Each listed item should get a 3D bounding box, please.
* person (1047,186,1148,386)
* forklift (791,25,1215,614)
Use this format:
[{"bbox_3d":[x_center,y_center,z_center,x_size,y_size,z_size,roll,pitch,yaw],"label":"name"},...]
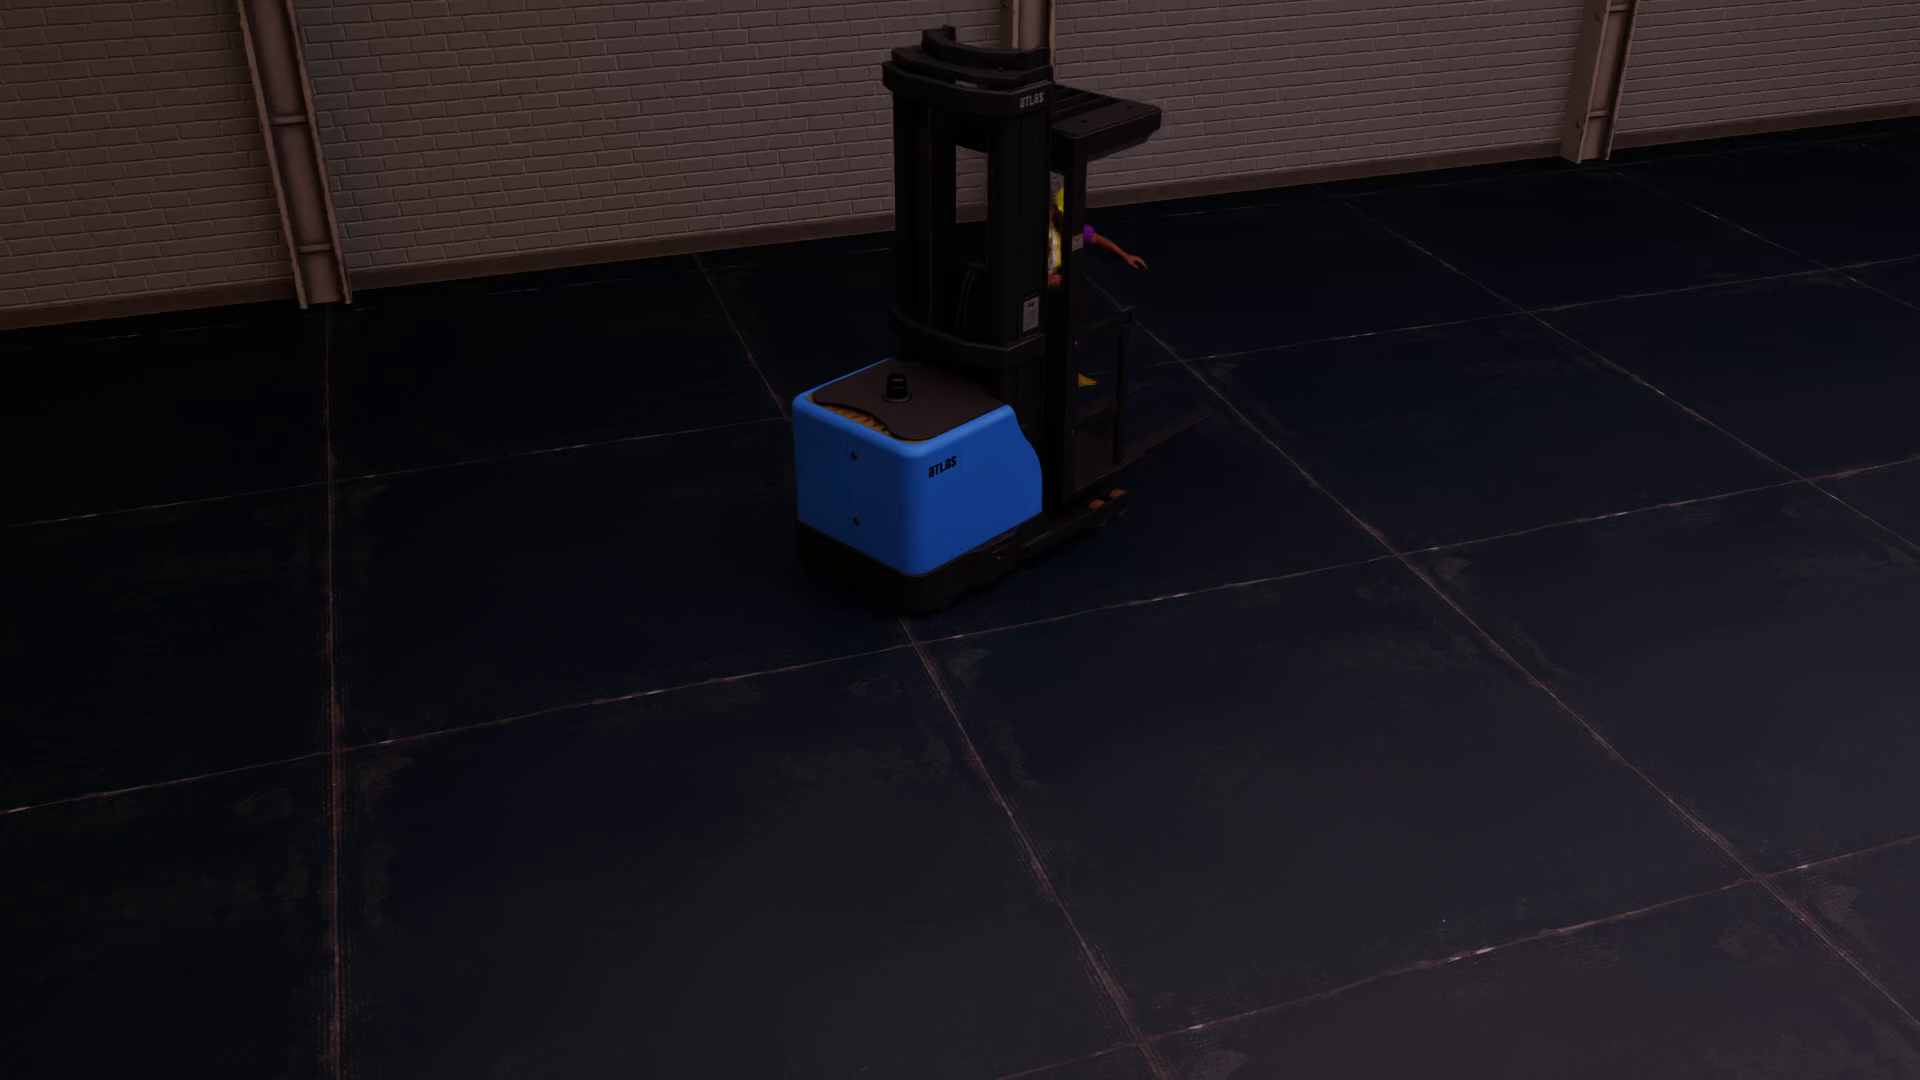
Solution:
[{"bbox_3d":[0.743,-1.640,11.378,1.166,1.553,0.966,-3,30,-5],"label":"person"},{"bbox_3d":[0.419,-1.505,9.703,1.130,2.935,3.031,25,38,37],"label":"forklift"}]
